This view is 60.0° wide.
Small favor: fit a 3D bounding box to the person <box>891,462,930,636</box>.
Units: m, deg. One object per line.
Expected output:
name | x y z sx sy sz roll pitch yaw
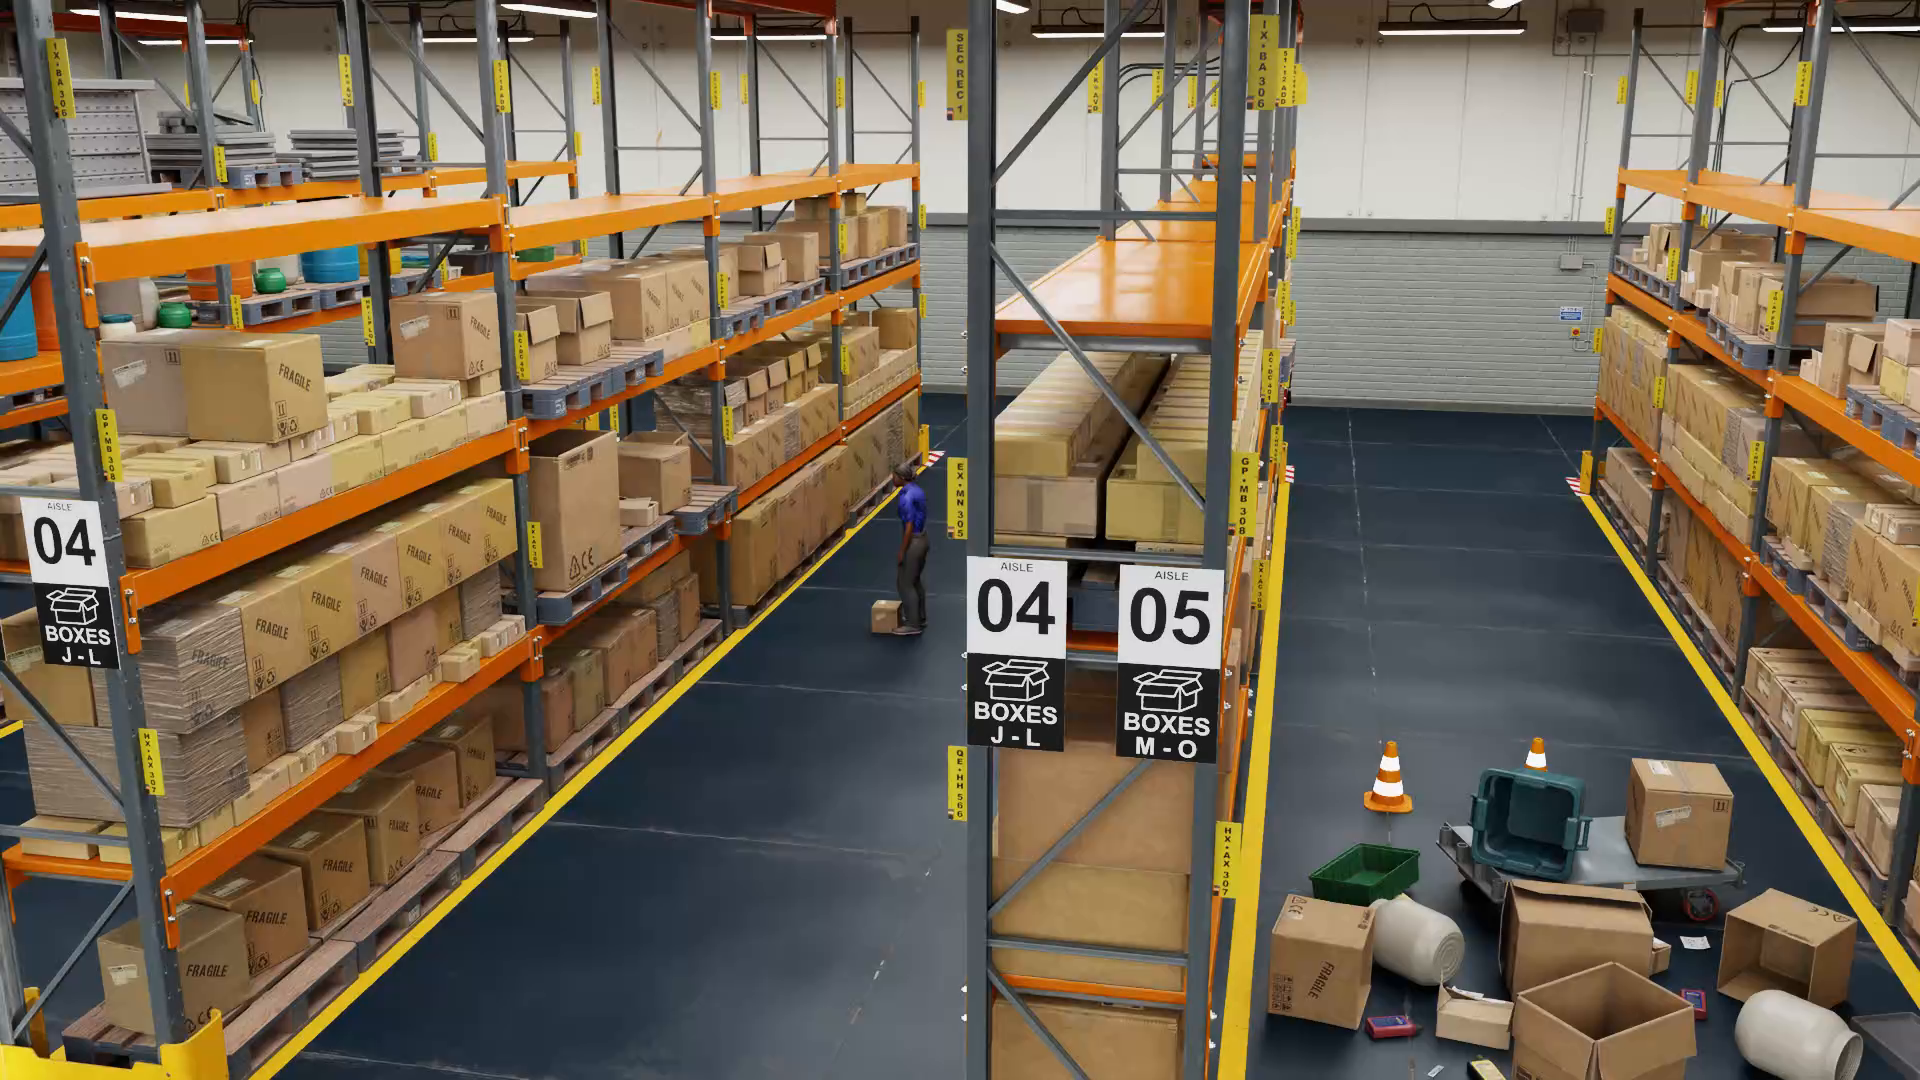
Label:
person | -0.470 0.067 15.767 0.346 1.655 0.506 3 15 12
